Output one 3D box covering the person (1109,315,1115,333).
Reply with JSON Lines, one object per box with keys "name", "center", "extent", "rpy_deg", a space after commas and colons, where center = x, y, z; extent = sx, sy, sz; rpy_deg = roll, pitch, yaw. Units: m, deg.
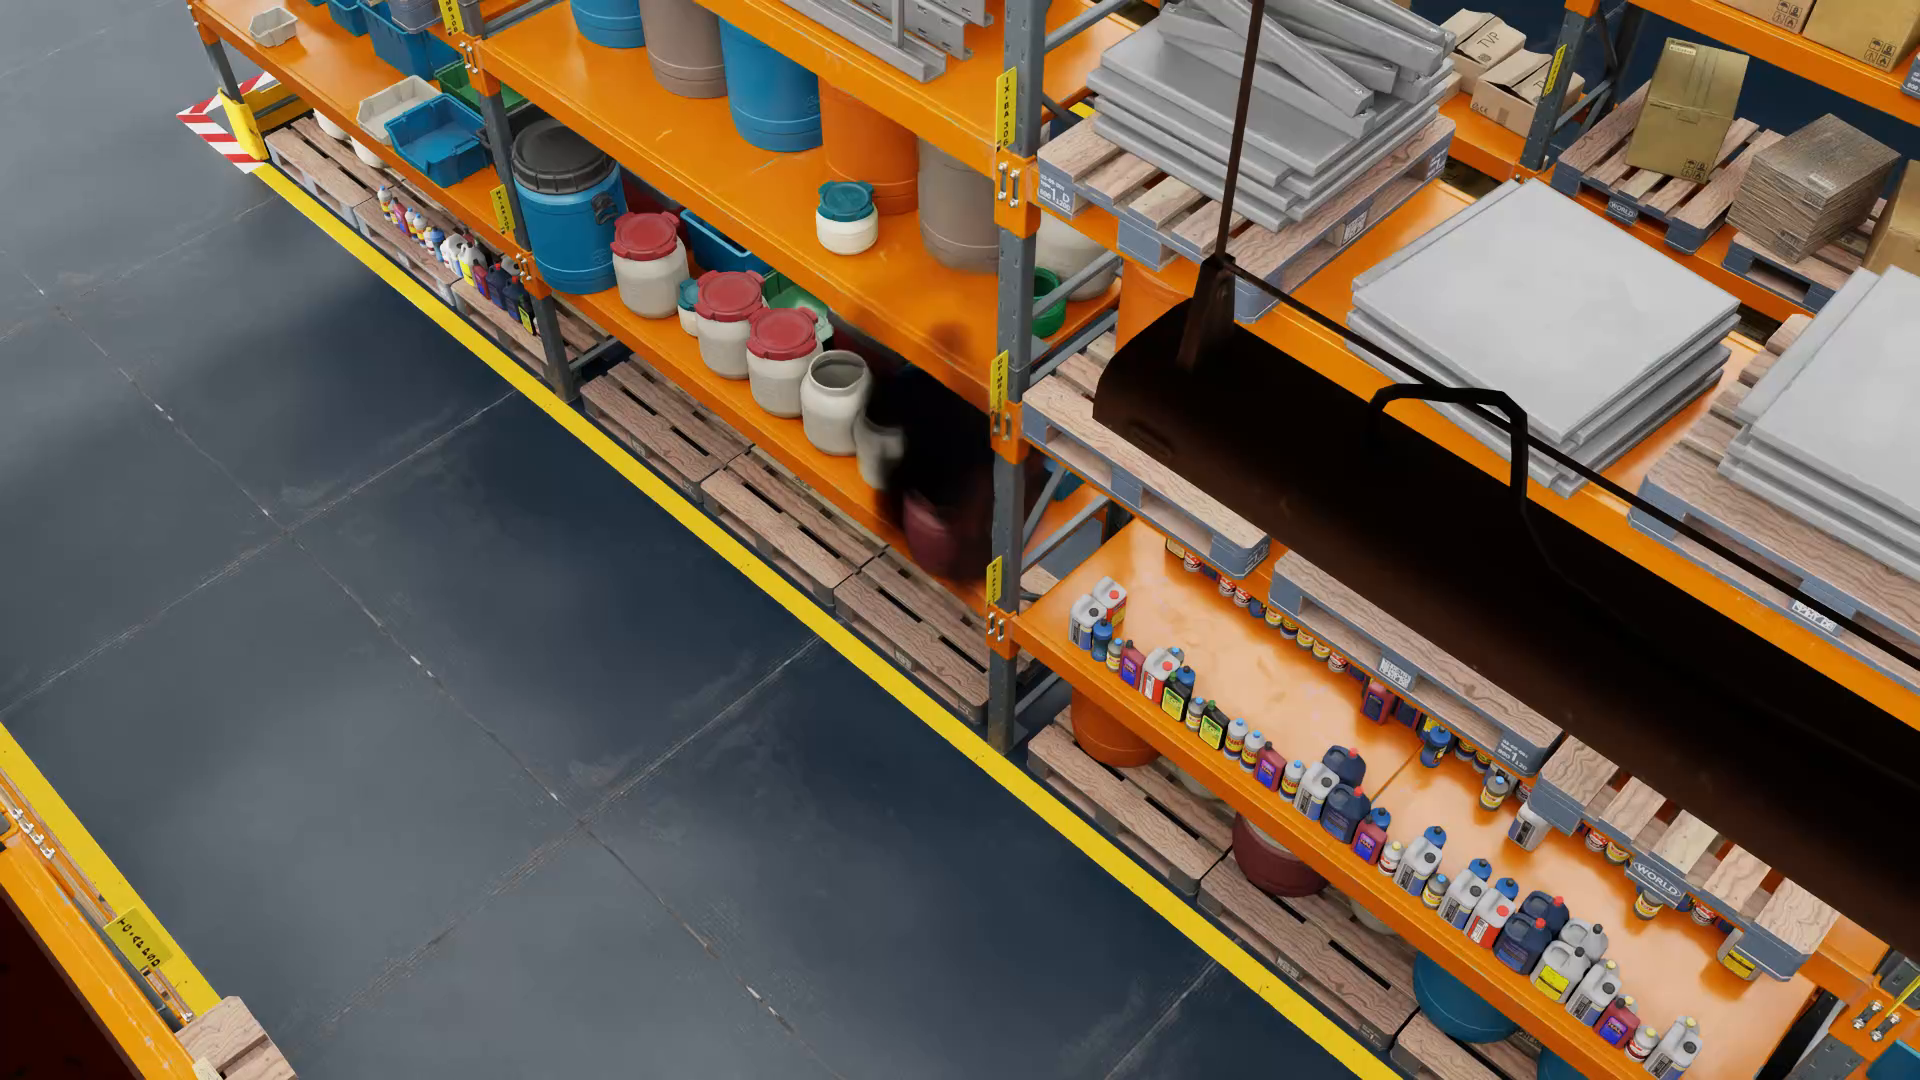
{"name": "person", "center": [1.079, -1.323, 10.061], "extent": [0.793, 1.646, 0.582], "rpy_deg": [34, 58, 25]}
